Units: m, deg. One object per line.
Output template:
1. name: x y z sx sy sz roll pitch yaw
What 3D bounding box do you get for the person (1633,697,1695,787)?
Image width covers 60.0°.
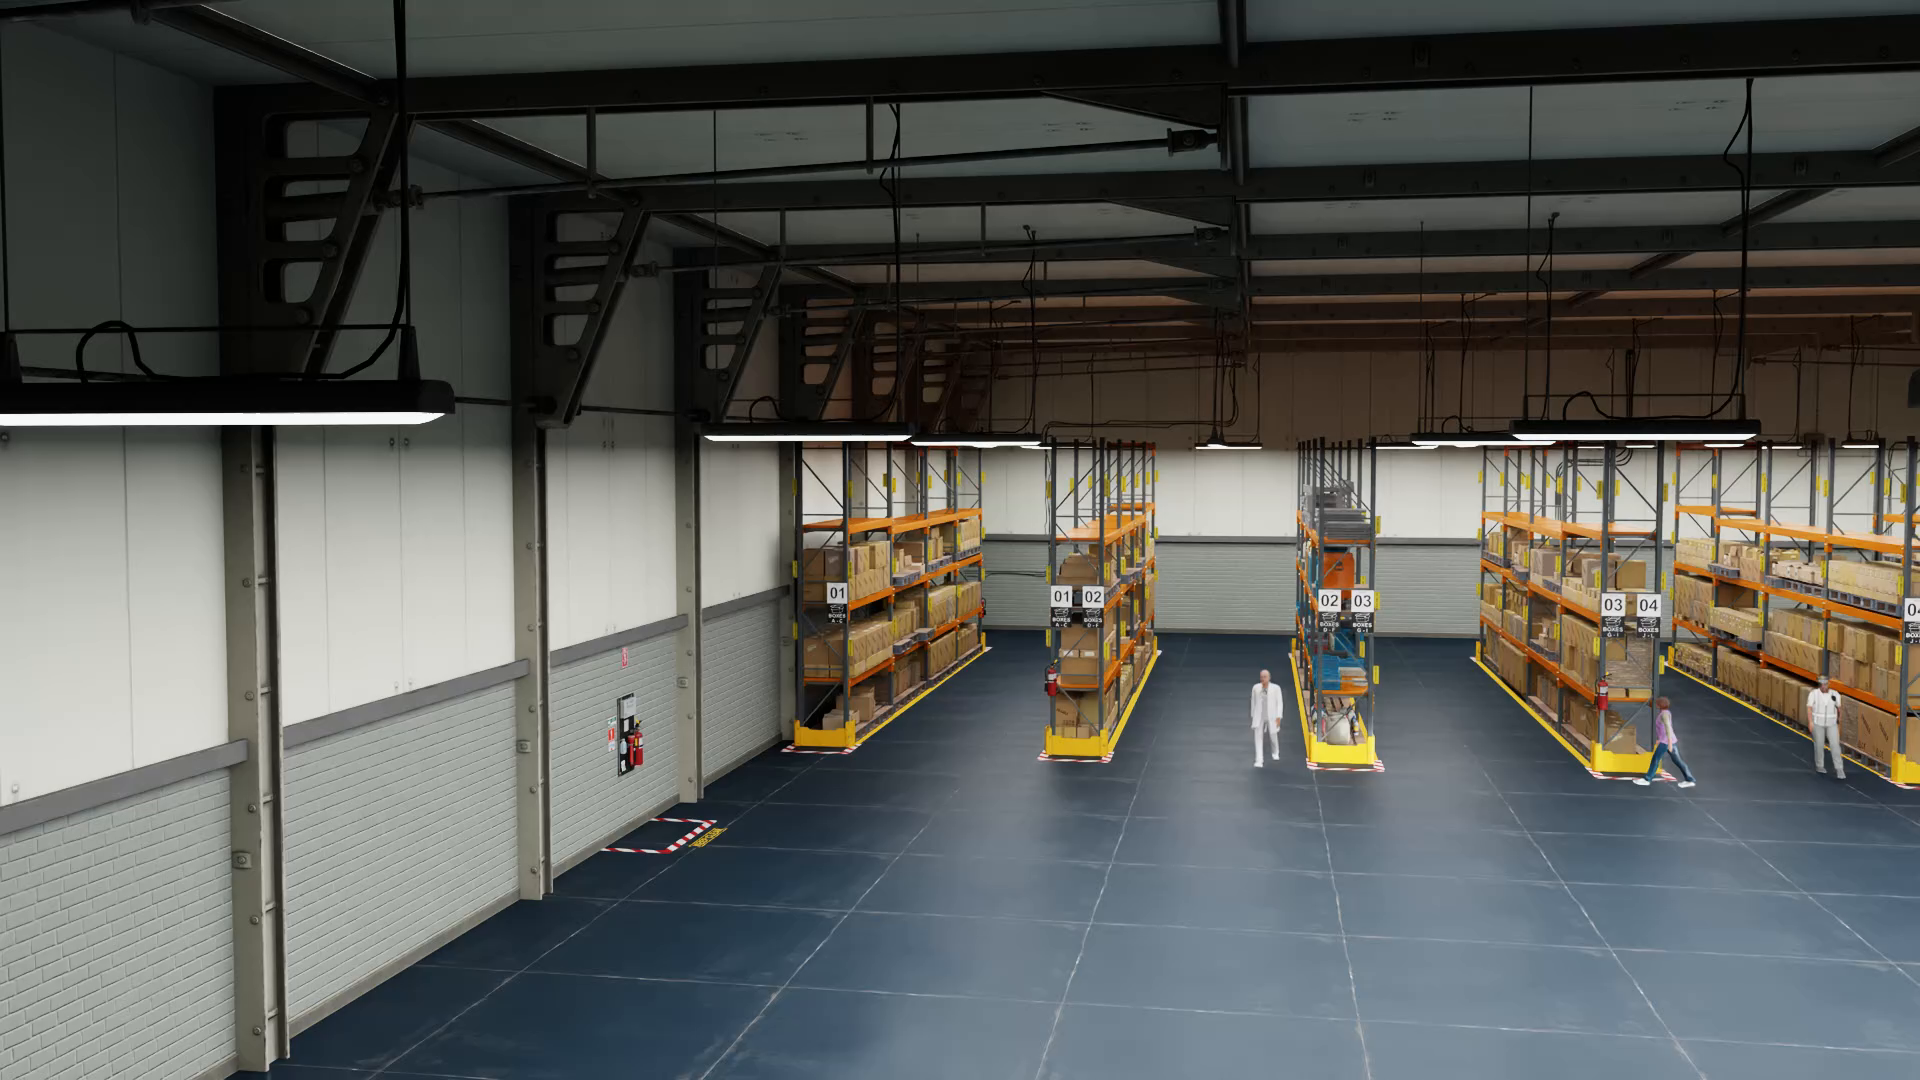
1. person: 12.016 3.432 28.337 0.975 1.528 0.459 2 3 30

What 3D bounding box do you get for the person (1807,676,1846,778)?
1. person: 15.347 3.287 29.461 0.610 1.755 0.722 1 3 22

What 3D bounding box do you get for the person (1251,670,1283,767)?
1. person: 5.602 3.244 30.394 0.597 1.740 1.094 1 3 20
